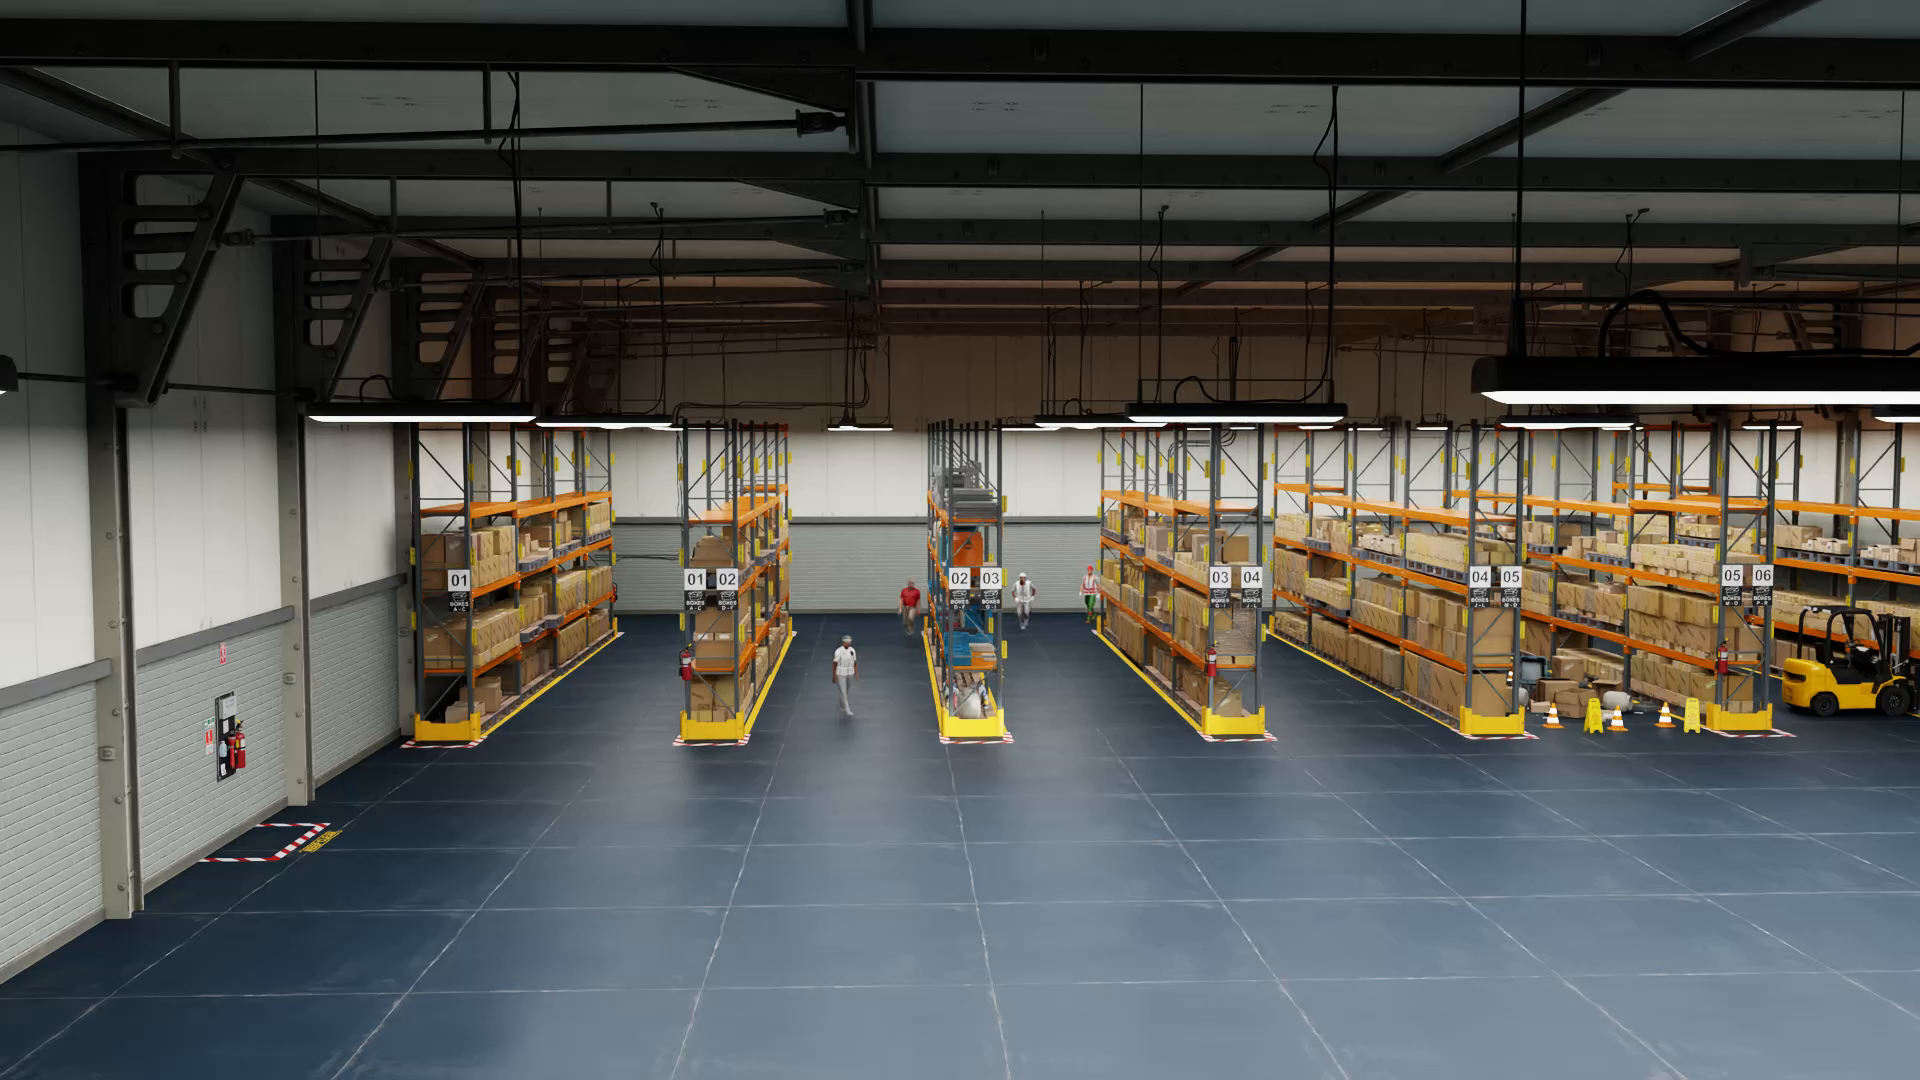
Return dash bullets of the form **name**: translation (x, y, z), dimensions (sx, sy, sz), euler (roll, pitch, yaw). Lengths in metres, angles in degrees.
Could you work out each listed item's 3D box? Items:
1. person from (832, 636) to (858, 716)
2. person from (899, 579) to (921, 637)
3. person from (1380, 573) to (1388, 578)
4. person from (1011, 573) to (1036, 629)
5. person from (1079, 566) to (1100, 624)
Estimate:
- **person**: translation (-2.302, 2.734, 33.665), dimensions (0.482, 1.612, 1.008), euler (-3, 4, -35)
- **person**: translation (-1.352, 1.863, 45.121), dimensions (0.542, 1.613, 0.955), euler (1, 4, 12)
- **person**: translation (12.212, 1.773, 47.925), dimensions (0.976, 1.706, 0.531), euler (2, 4, 25)
- **person**: translation (1.854, 1.750, 48.487), dimensions (0.718, 1.621, 0.631), euler (0, 4, 5)
- **person**: translation (3.920, 1.635, 50.133), dimensions (0.563, 1.734, 1.133), euler (2, 4, 26)
